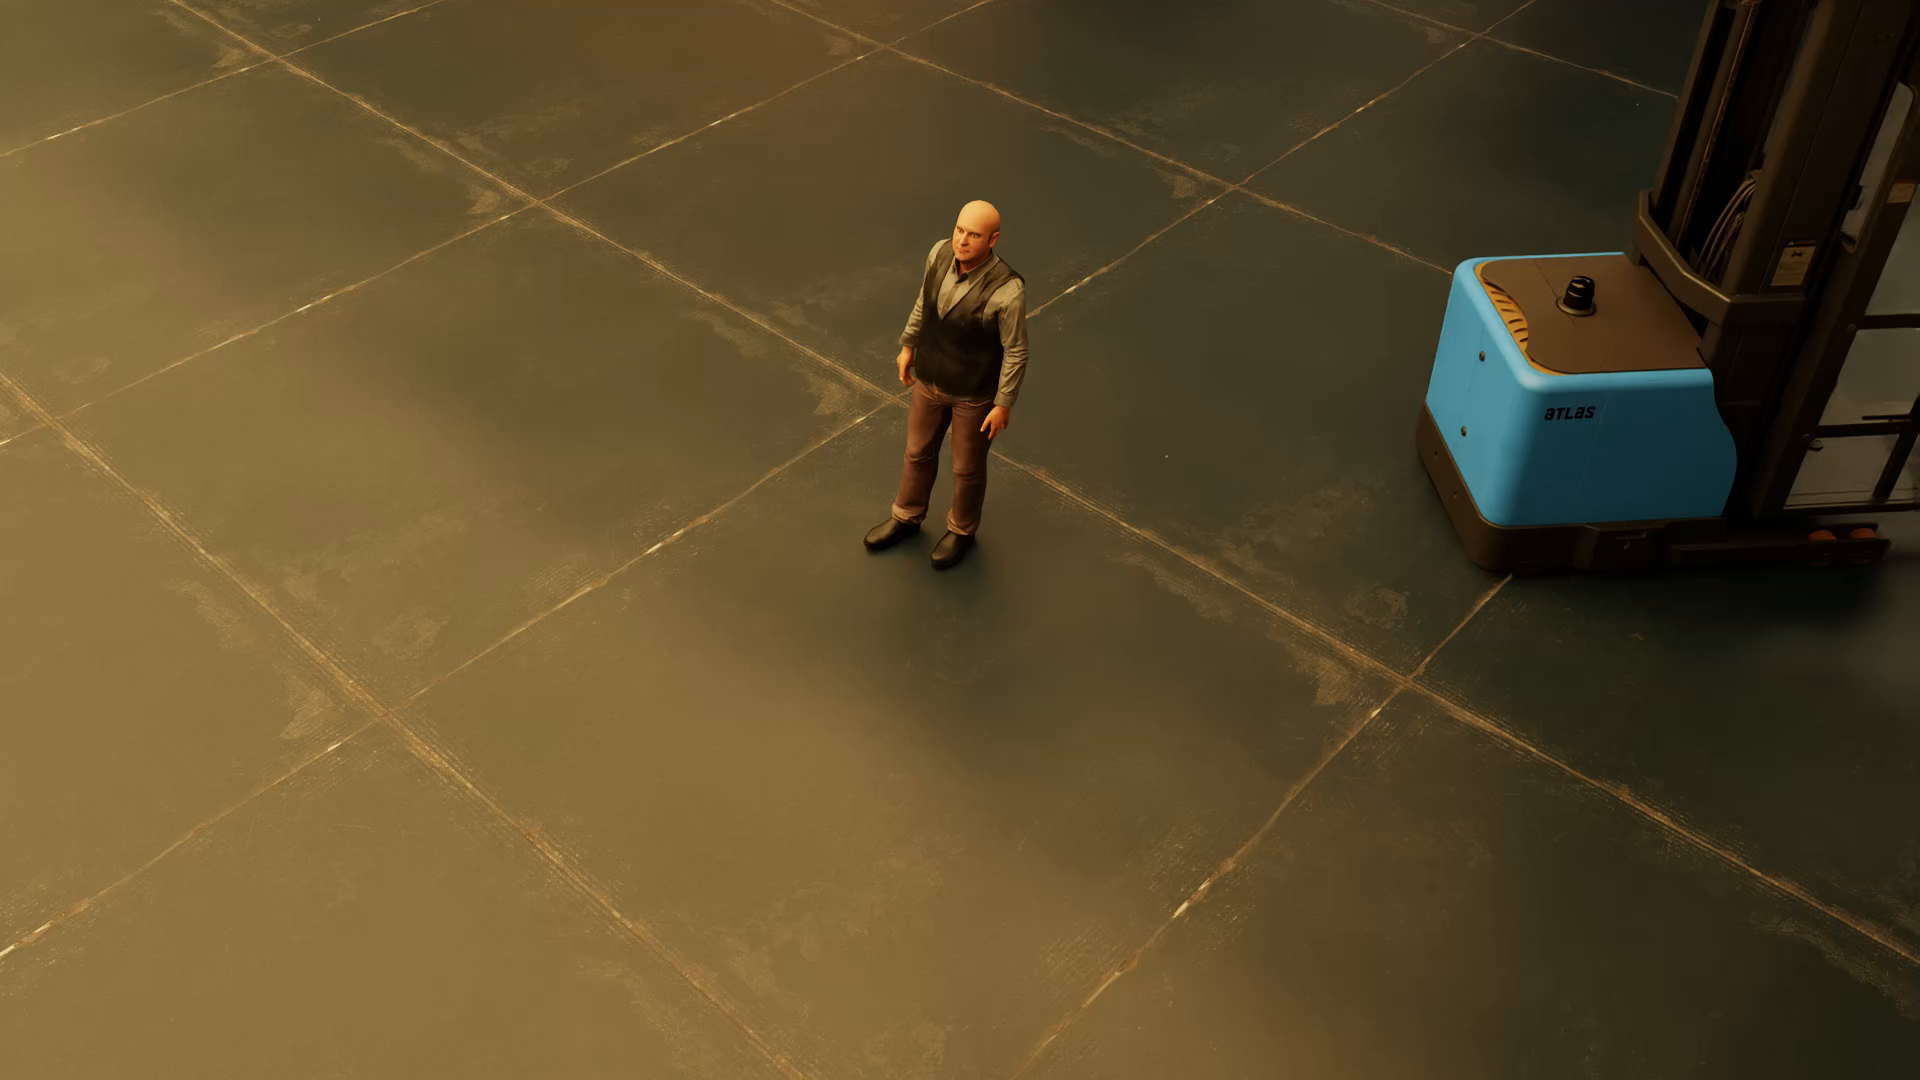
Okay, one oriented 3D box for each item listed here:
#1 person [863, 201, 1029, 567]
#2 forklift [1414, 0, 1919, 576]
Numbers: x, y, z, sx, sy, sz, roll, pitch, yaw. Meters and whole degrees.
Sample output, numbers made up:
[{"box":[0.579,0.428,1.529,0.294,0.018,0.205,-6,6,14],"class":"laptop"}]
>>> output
[{"box":[-0.048,-0.632,7.083,0.633,1.722,0.566,31,49,31],"class":"person"},{"box":[3.764,-1.336,6.986,3.031,2.935,1.130,-3,41,-3],"class":"forklift"}]
